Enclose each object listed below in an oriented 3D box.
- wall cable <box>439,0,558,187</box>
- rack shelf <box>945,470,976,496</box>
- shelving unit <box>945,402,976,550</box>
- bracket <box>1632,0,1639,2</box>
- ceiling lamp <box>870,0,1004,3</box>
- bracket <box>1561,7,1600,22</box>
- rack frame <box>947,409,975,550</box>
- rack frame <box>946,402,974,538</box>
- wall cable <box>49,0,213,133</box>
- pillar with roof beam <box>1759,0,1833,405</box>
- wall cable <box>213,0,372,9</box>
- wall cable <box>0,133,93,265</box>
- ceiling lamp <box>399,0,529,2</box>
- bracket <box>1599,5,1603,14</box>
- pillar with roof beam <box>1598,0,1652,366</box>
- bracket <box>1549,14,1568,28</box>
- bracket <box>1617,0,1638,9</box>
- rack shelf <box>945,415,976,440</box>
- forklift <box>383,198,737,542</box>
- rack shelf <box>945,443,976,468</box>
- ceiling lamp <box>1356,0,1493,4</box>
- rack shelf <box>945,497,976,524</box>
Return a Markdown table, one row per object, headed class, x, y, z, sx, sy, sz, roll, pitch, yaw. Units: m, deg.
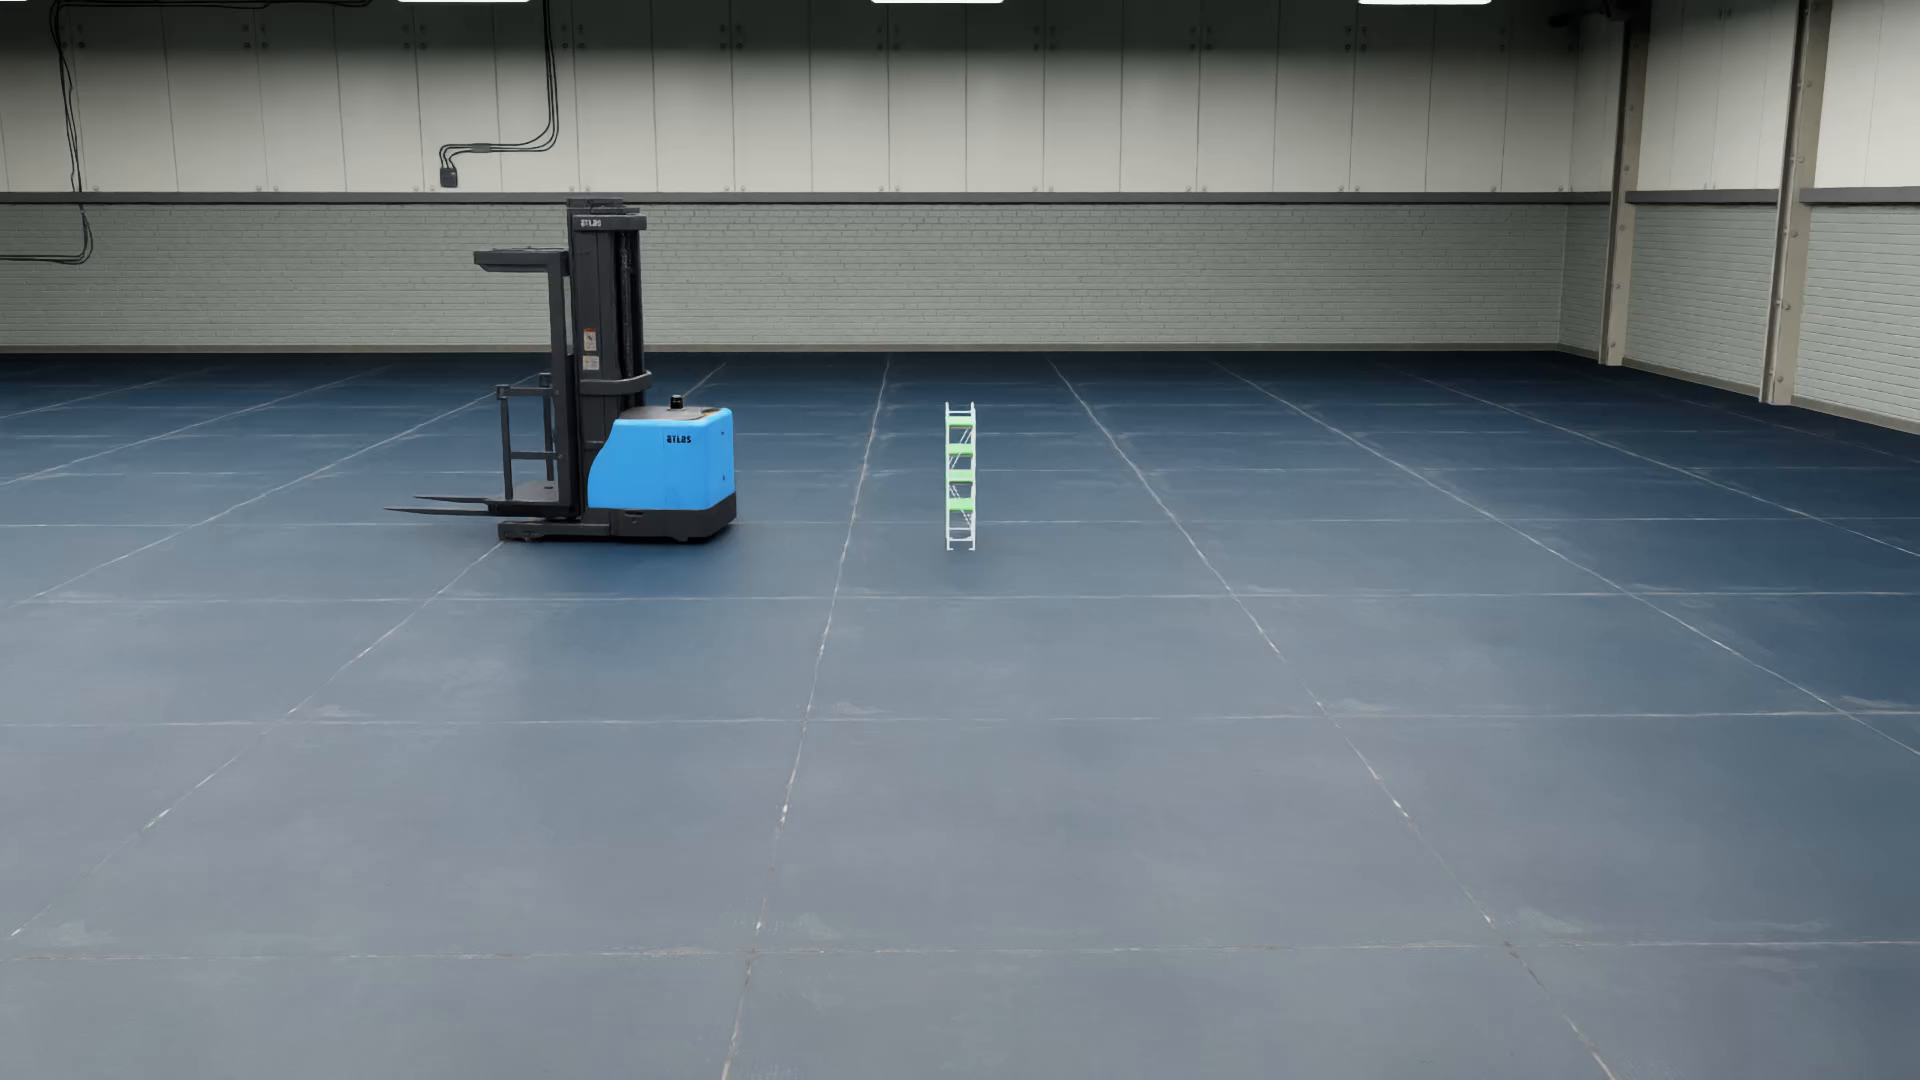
| class | x | y | z | sx | sy | sz | roll | pitch | yaw |
| --- | --- | --- | --- | --- | --- | --- | --- | --- | --- |
| wall cable | -8.871 | -9.774 | 31.551 | 2.305 | 6.003 | 0.169 | 0 | 11 | -1 |
| rack shelf | 0.003 | -0.492 | 14.290 | 0.258 | 0.148 | 0.480 | 0 | 11 | -1 |
| shelving unit | 0.003 | -0.555 | 14.278 | 0.258 | 1.200 | 0.503 | 0 | 11 | -1 |
| bracket | 11.576 | -8.778 | 26.141 | 0.076 | 0.066 | 4.783 | 0 | 11 | -1 |
| ceiling lamp | -0.349 | -9.652 | 24.822 | 2.000 | 3.185 | 0.800 | 0 | 11 | -1 |
| bracket | 11.469 | -9.809 | 31.222 | 0.076 | 0.066 | 3.189 | 0 | 11 | -1 |
| rack frame | 0.008 | -0.507 | 14.039 | 0.240 | 1.200 | 0.015 | 0 | 11 | -1 |
| rack frame | -0.002 | -0.604 | 14.517 | 0.240 | 1.200 | 0.015 | 0 | 11 | -1 |
| wall cable | -15.658 | -9.036 | 31.574 | 3.097 | 2.526 | 0.112 | 0 | 11 | -1 |
| pillar with roof beam | 7.689 | -6.400 | 23.471 | 9.100 | 9.000 | 0.400 | 0 | 11 | -1 |
| wall cable | -12.564 | -11.278 | 31.185 | 3.097 | 2.526 | 0.112 | 0 | 11 | -1 |
| wall cable | -18.363 | -6.550 | 32.022 | 3.097 | 2.526 | 0.112 | 0 | 11 | -1 |
| ceiling lamp | -7.407 | -9.623 | 24.679 | 2.000 | 3.185 | 0.800 | 0 | 11 | -1 |
| bracket | 11.506 | -9.455 | 29.479 | 0.235 | 0.232 | 0.430 | 0 | 11 | -1 |
| pillar with roof beam | 7.565 | -7.592 | 29.350 | 9.100 | 9.000 | 0.548 | 0 | 11 | -1 |
| bracket | 11.457 | -9.926 | 31.801 | 0.235 | 0.232 | 0.430 | 0 | 11 | -1 |
| bracket | 11.523 | -9.290 | 28.666 | 0.235 | 0.232 | 0.430 | 0 | 11 | -1 |
| rack shelf | 0.003 | -0.963 | 14.195 | 0.258 | 0.148 | 0.480 | 0 | 11 | -1 |
| forklift | -3.602 | -1.527 | 14.715 | 3.031 | 2.935 | 1.130 | 1 | 12 | 7 |
| rack shelf | 0.003 | -0.728 | 14.243 | 0.258 | 0.148 | 0.480 | 0 | 11 | -1 |
| ceiling lamp | 6.990 | -9.682 | 24.970 | 2.000 | 3.185 | 0.800 | 0 | 11 | -1 |
| rack shelf | 0.003 | -0.257 | 14.338 | 0.258 | 0.148 | 0.480 | 0 | 11 | -1 |
